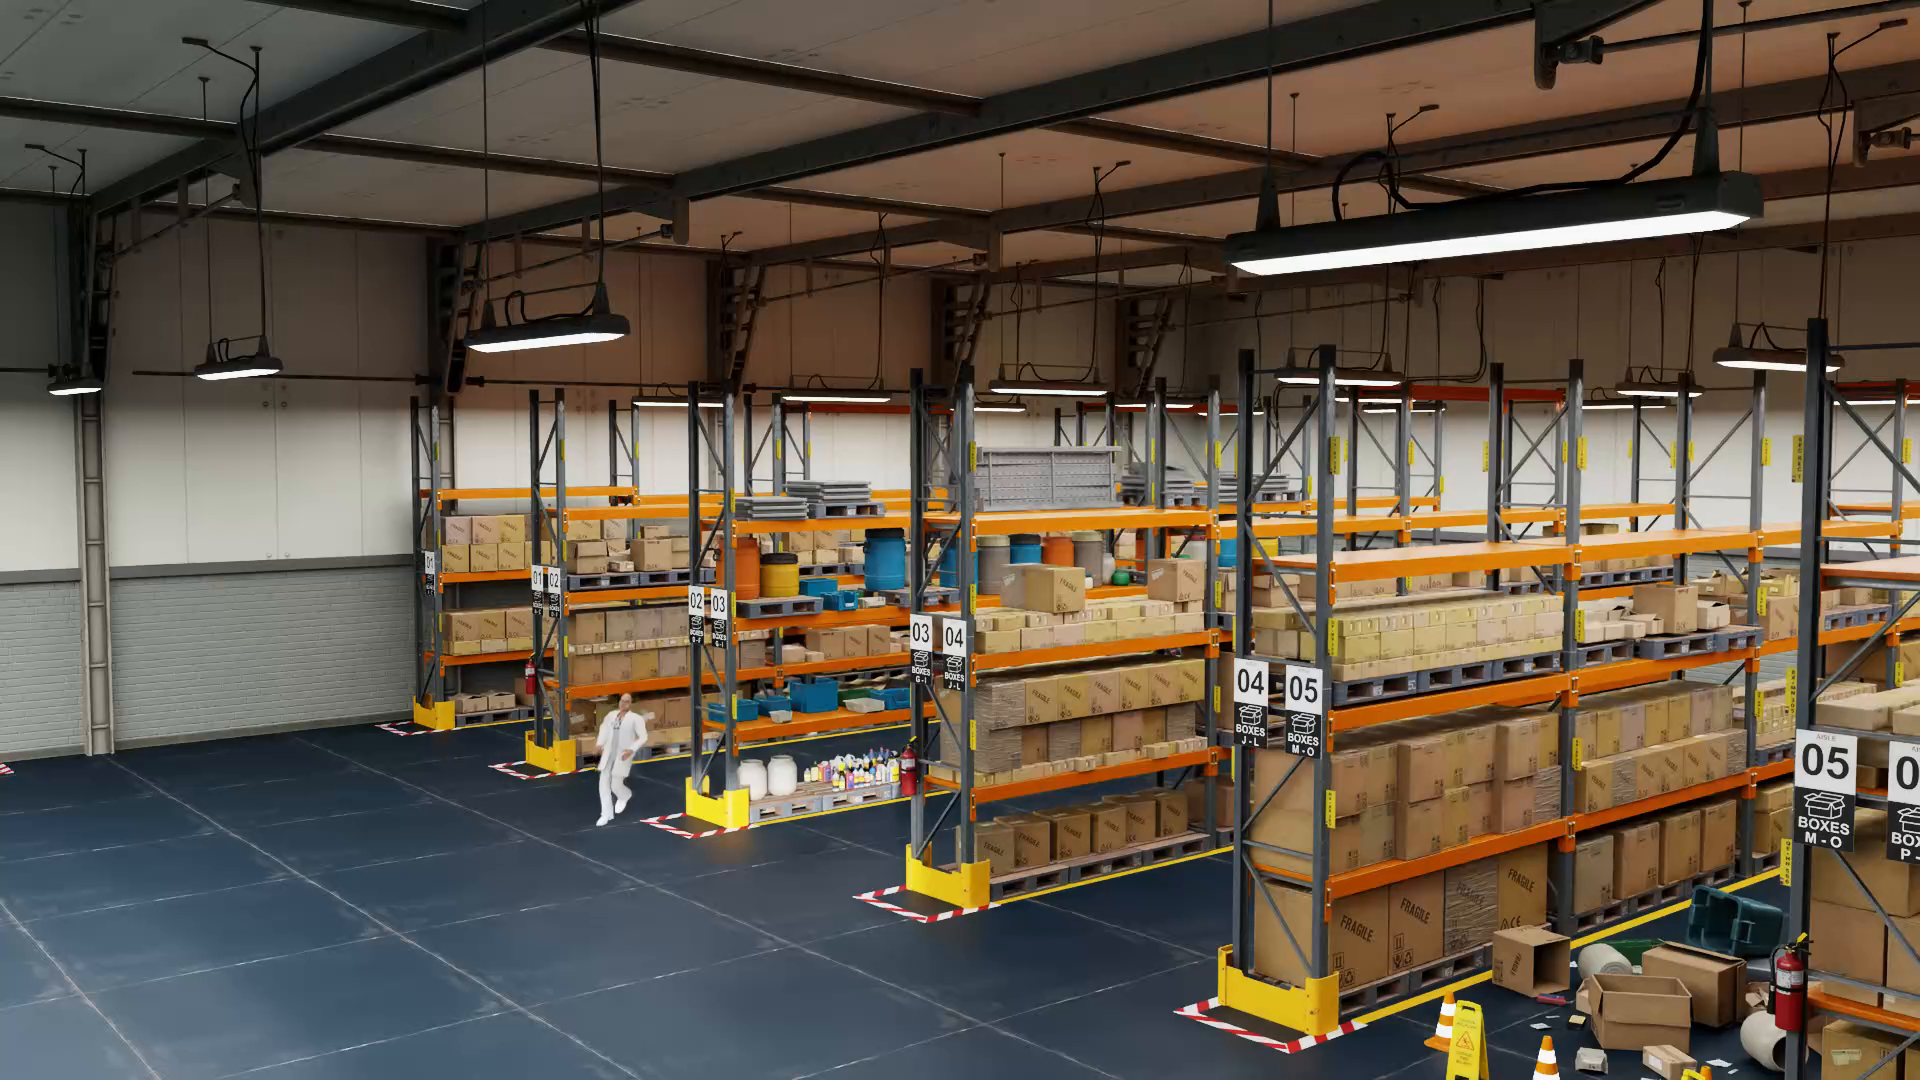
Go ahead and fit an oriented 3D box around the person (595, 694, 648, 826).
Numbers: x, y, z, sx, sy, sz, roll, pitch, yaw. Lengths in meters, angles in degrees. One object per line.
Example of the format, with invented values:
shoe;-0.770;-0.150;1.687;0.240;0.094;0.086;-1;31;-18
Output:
person;-4.645;2.975;22.673;0.766;1.749;0.742;1;4;17

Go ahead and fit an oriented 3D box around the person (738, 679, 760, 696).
person;-3.892;2.530;30.863;0.785;1.627;0.518;-3;4;-41

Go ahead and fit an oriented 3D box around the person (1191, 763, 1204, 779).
person;3.501;2.919;24.221;0.579;1.649;0.851;3;5;42
